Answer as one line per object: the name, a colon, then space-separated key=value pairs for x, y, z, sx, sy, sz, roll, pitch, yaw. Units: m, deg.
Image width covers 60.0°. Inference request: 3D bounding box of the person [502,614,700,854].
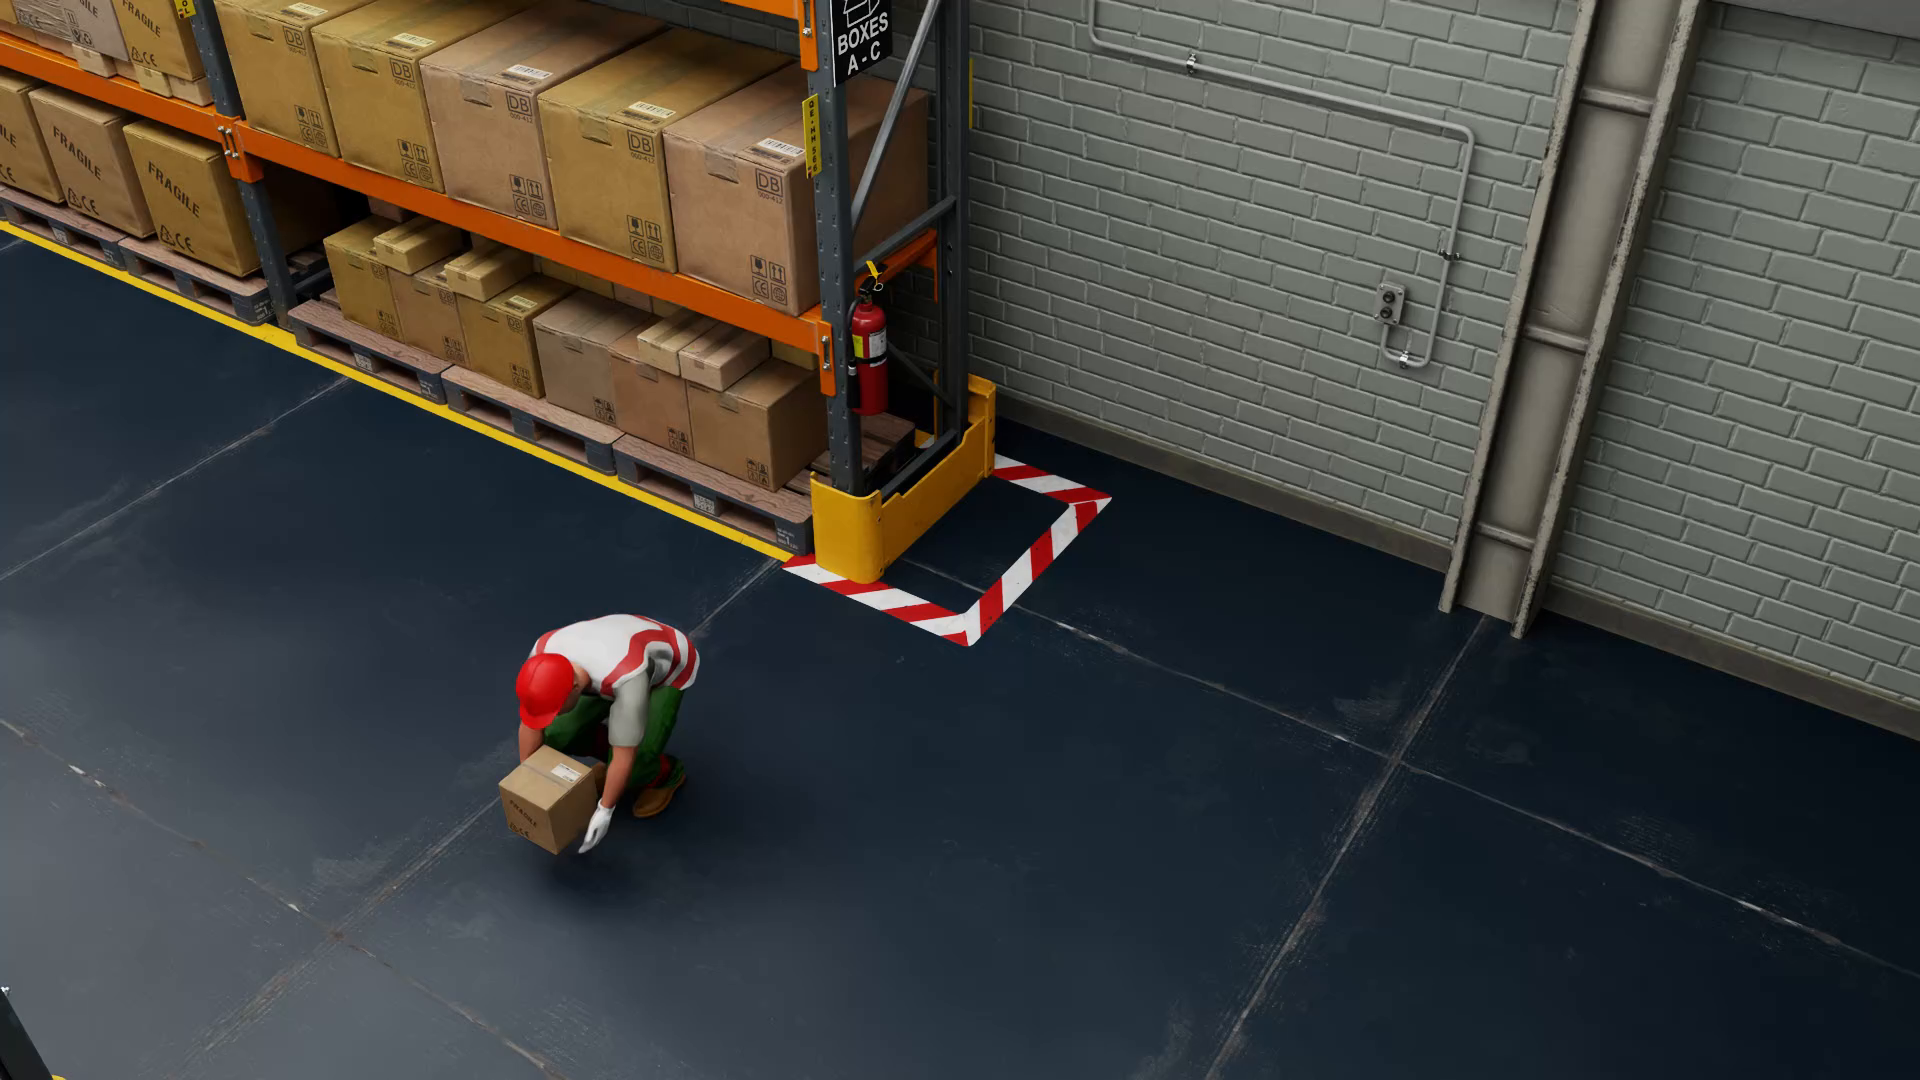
person: x=-1.352 y=0.663 z=6.425 sx=0.577 sy=1.040 sz=0.868 roll=21 pitch=43 yaw=25
